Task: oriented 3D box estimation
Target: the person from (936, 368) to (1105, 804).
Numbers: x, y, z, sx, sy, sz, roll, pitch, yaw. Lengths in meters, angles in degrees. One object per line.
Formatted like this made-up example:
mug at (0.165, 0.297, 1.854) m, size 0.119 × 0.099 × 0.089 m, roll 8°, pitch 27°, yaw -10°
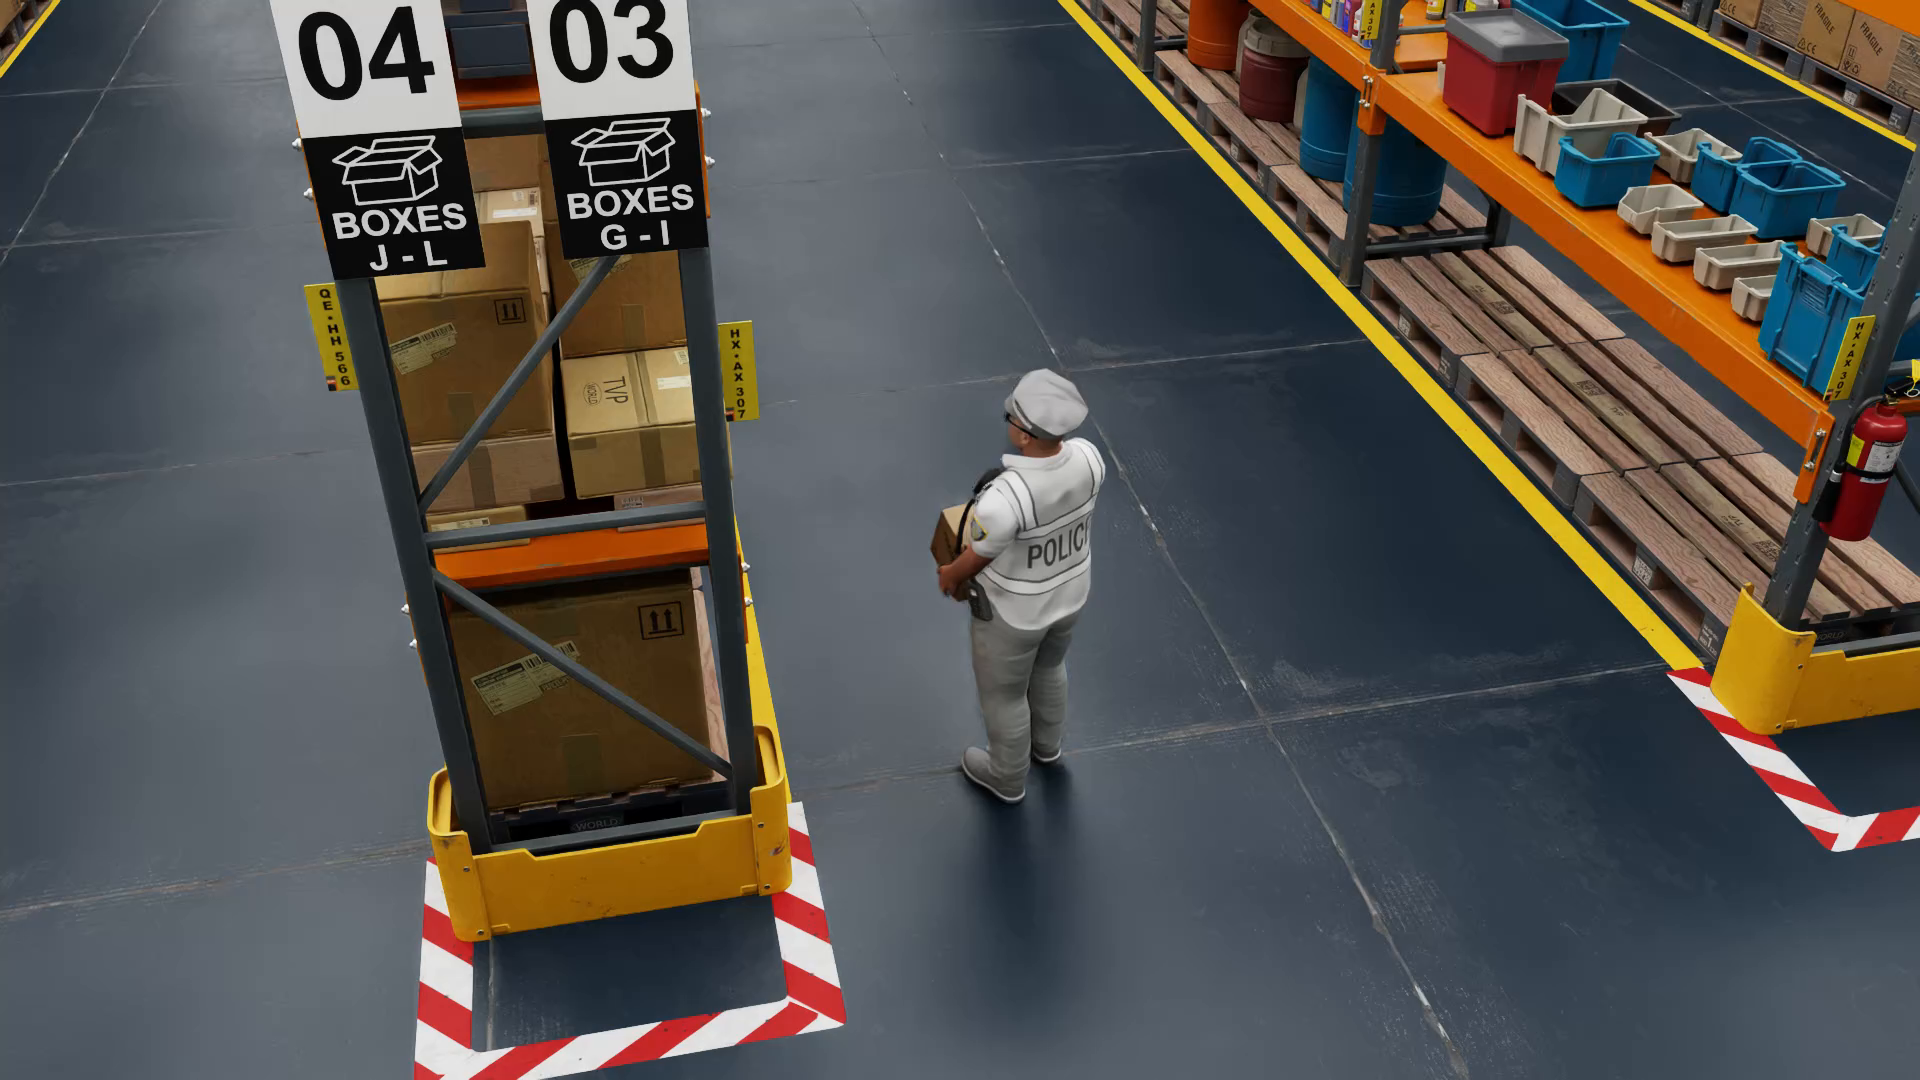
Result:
person at (0.207, 0.158, 5.872) m, size 0.550 × 1.783 × 0.528 m, roll -28°, pitch 43°, yaw -35°
